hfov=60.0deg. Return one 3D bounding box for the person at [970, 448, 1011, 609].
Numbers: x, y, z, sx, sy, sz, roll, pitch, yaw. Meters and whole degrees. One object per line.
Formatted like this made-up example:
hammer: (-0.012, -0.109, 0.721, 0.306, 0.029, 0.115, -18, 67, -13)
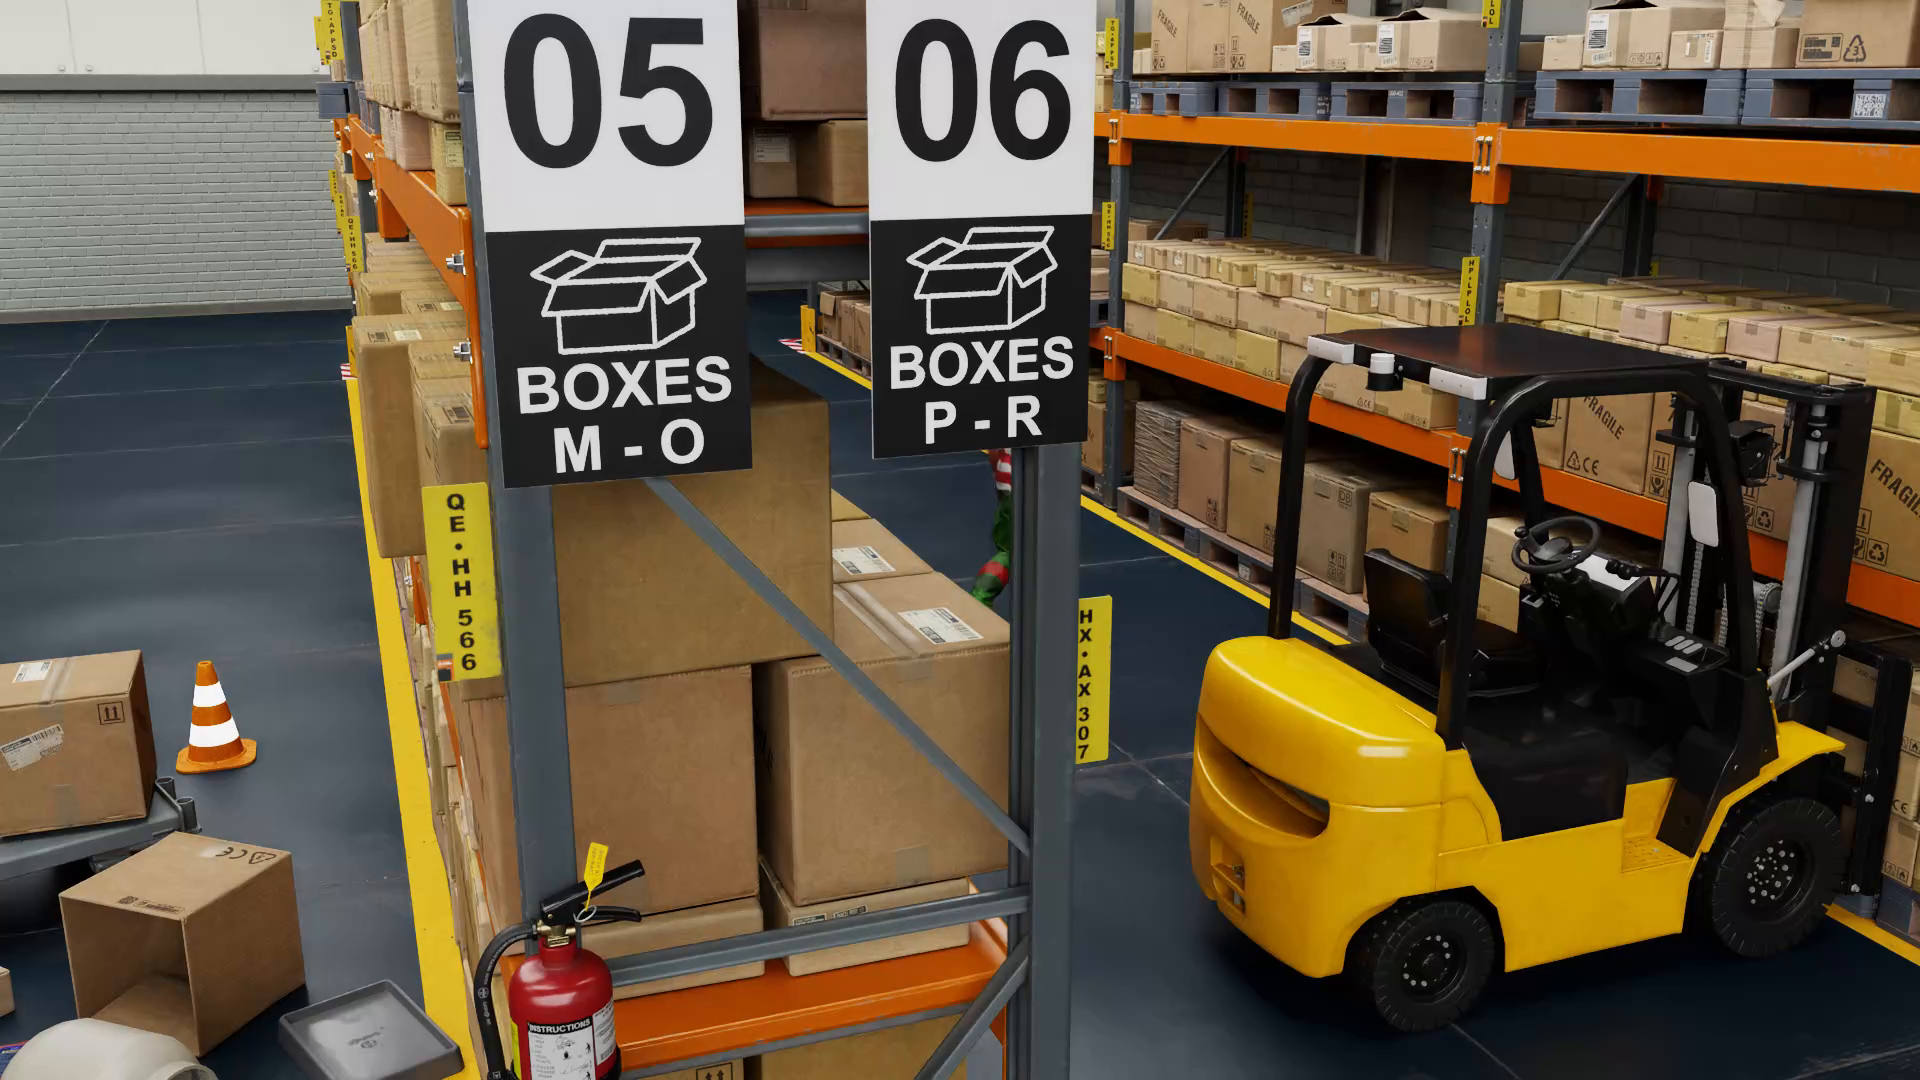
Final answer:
person: (0.356, -0.261, 8.893, 0.539, 1.764, 0.855, 9, 18, 30)
